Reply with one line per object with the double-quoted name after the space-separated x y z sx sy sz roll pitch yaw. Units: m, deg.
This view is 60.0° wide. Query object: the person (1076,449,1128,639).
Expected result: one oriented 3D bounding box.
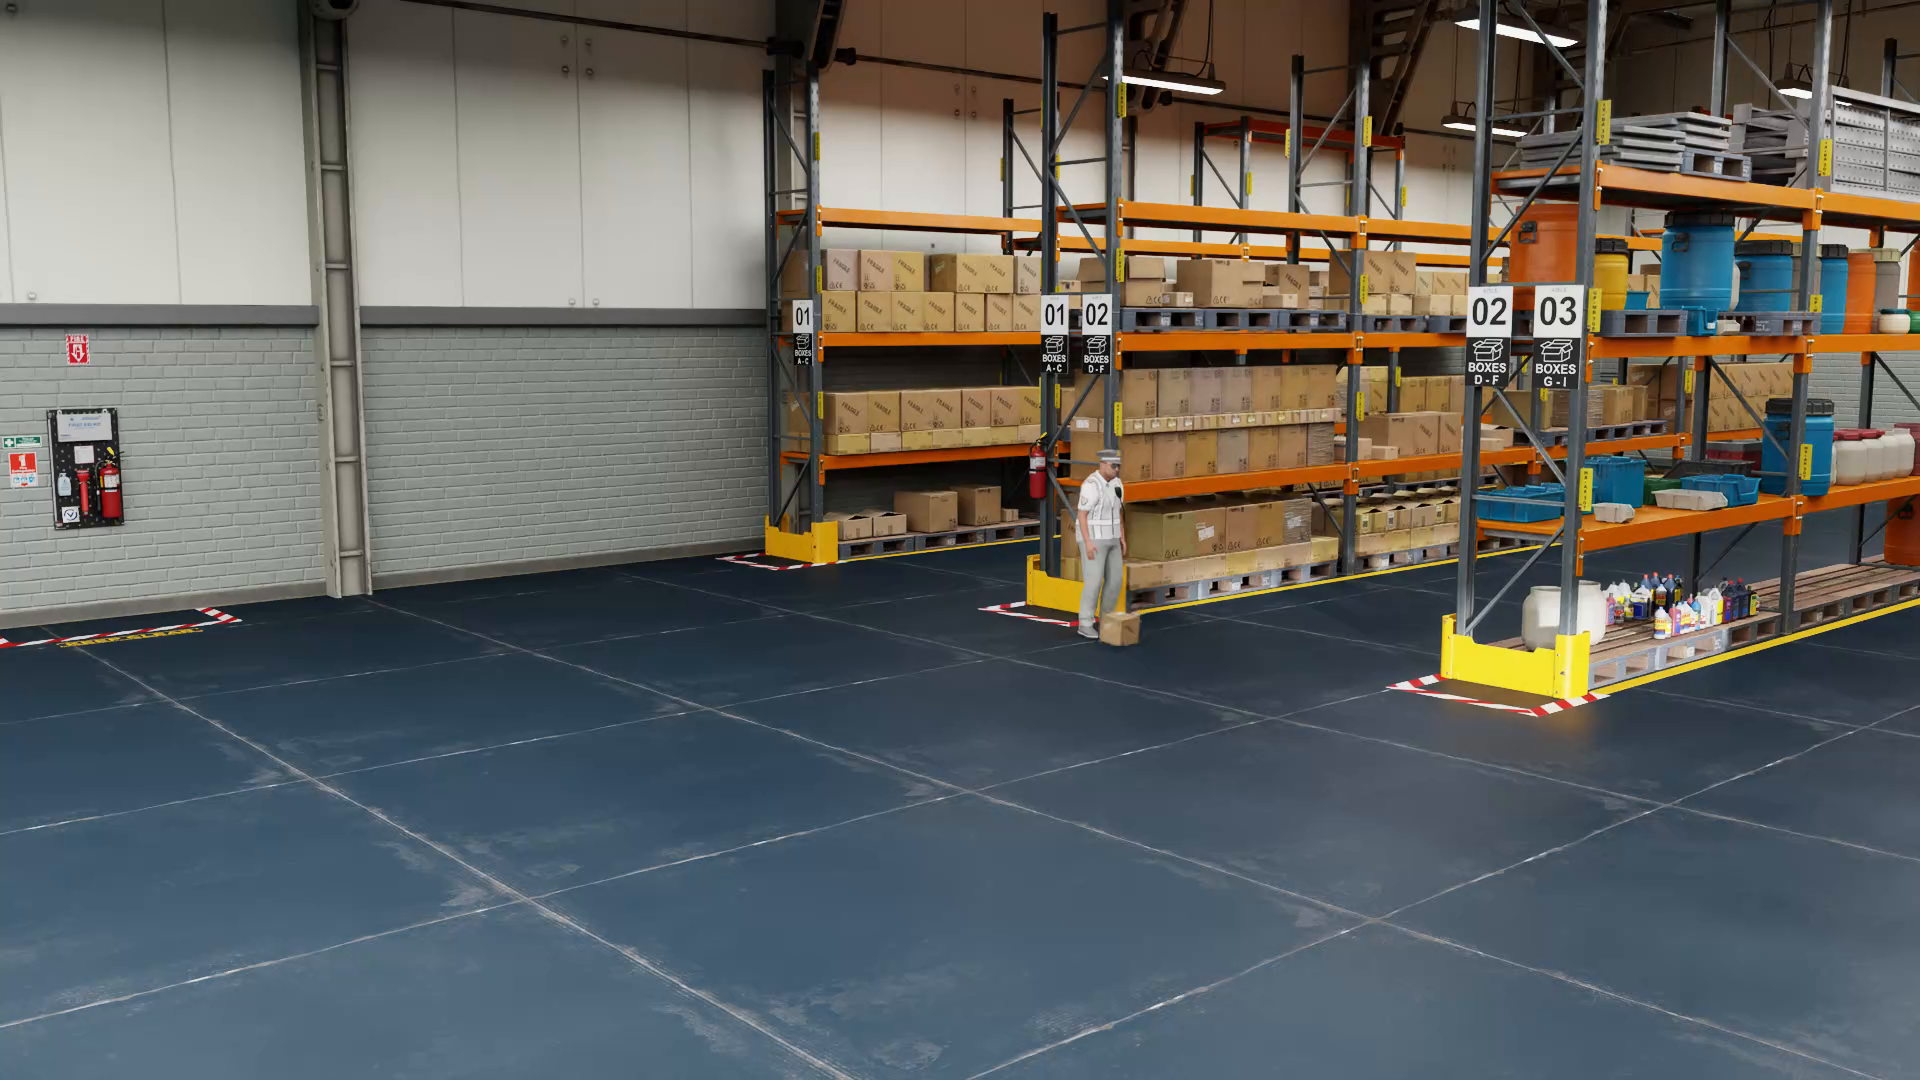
1.331 0.019 15.599 0.585 1.748 0.436 -6 10 -41 "person"
